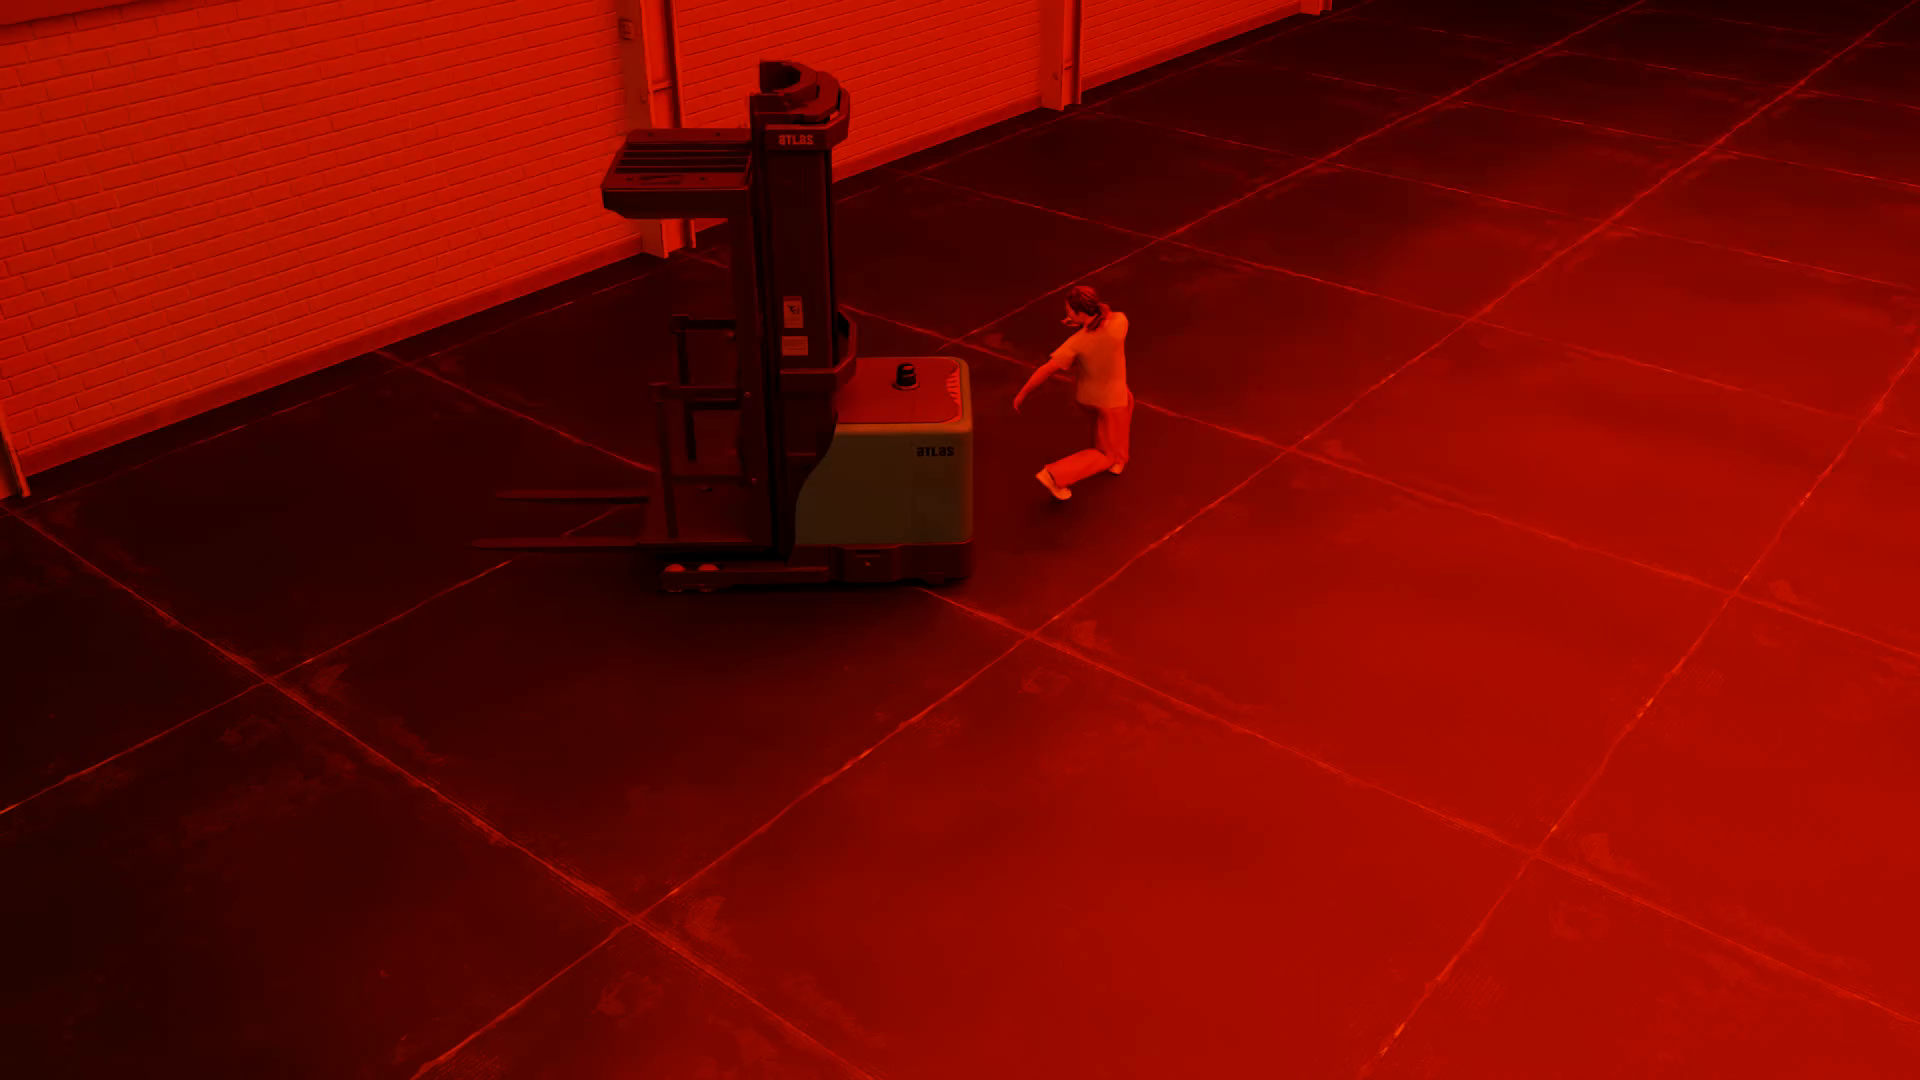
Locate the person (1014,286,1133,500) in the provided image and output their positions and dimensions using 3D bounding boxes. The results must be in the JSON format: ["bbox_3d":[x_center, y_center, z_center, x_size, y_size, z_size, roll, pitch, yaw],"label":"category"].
[{"bbox_3d":[0.782,-0.978,10.834,0.652,1.448,0.943,16,34,25],"label":"person"}]

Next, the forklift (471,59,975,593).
[{"bbox_3d":[-1.437,-1.222,9.686,3.031,2.935,1.130,-1,30,-1],"label":"forklift"}]
